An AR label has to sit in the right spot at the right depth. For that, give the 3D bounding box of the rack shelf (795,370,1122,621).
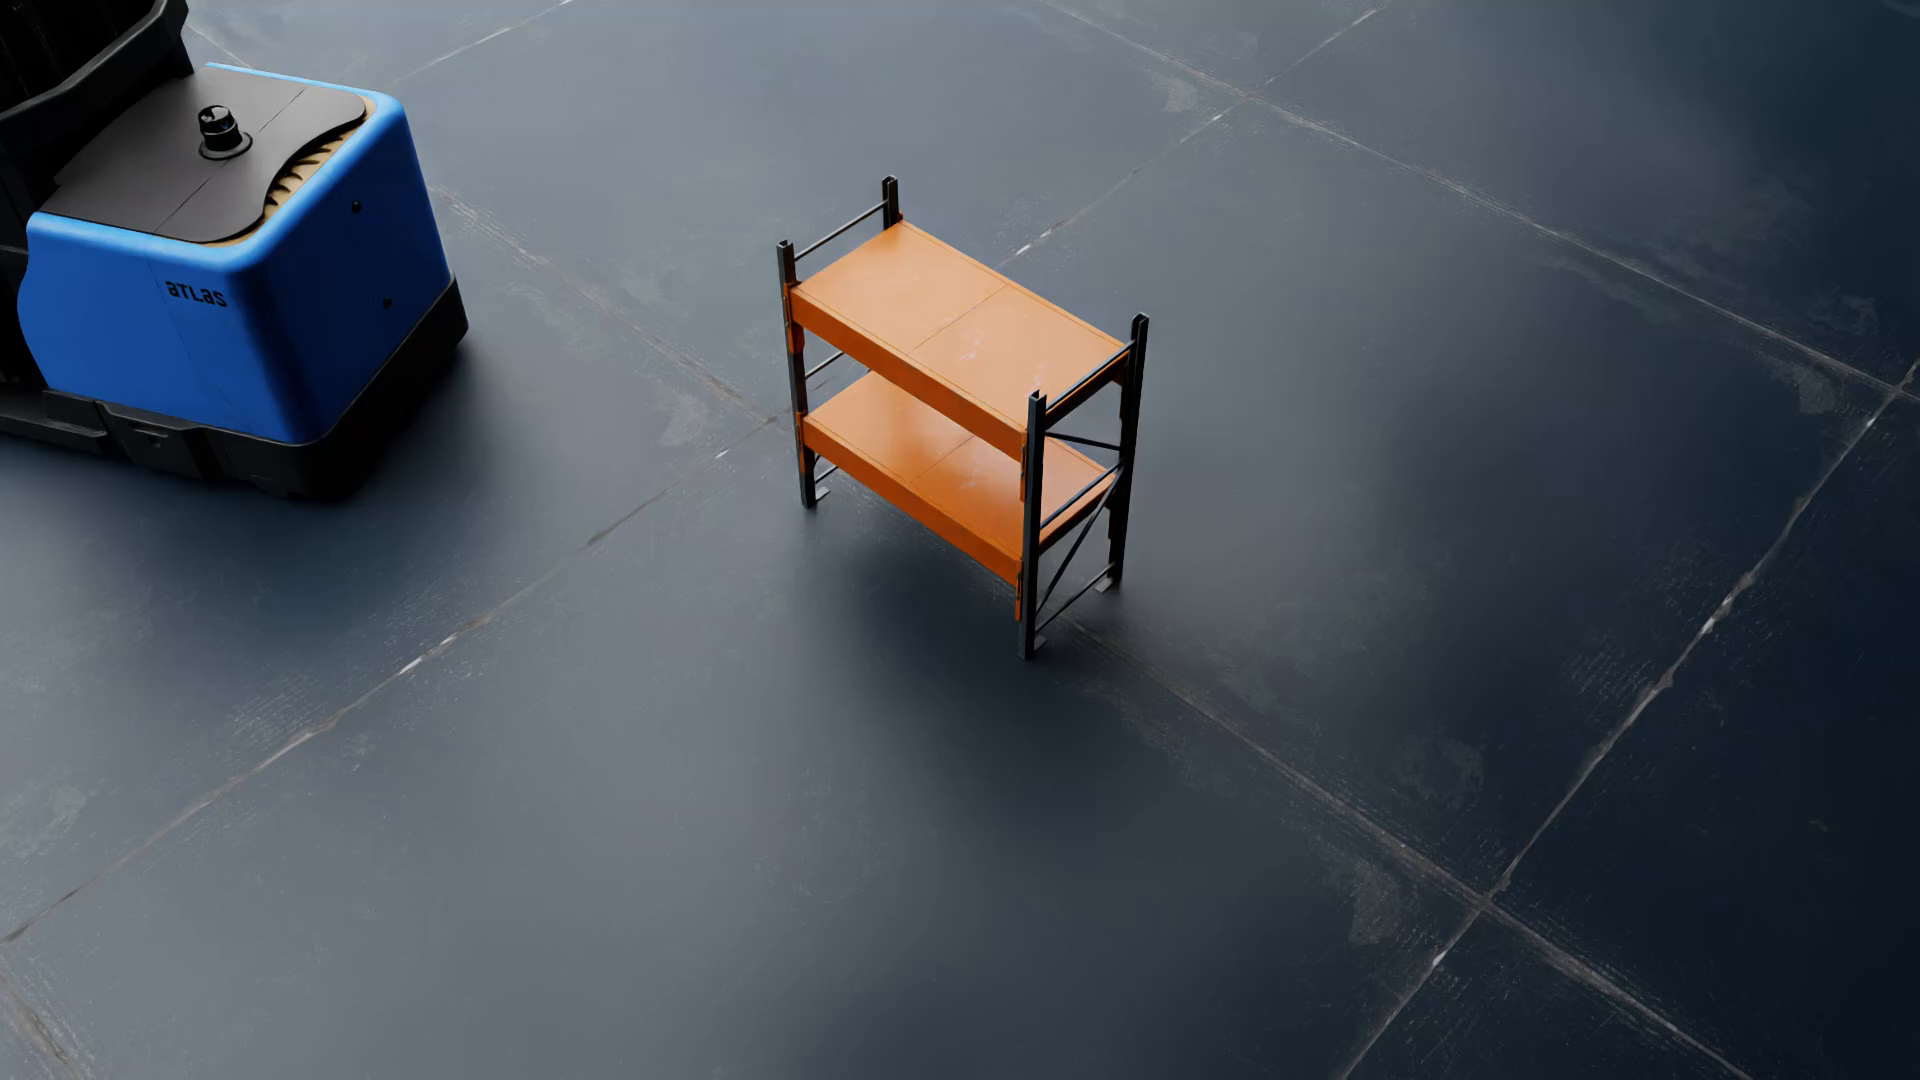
[{"bbox_3d":[-0.005,-0.221,5.521,1.000,0.278,0.538,34,55,28],"label":"rack shelf"}]

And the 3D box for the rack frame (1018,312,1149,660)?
[{"bbox_3d":[0.369,-0.137,5.107,0.032,1.125,0.500,34,55,28],"label":"rack frame"}]

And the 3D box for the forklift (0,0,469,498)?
[{"bbox_3d":[-3.473,-1.775,5.406,3.031,2.935,1.130,13,48,12],"label":"forklift"}]

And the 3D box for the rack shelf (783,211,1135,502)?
[{"bbox_3d":[-0.005,-0.589,5.130,1.000,0.278,0.538,34,55,28],"label":"rack shelf"}]

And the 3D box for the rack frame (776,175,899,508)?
[{"bbox_3d":[-0.379,-0.640,5.579,0.032,1.125,0.500,34,55,28],"label":"rack frame"}]

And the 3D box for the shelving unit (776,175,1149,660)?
[{"bbox_3d":[-0.005,-0.388,5.343,1.048,1.125,0.538,34,55,28],"label":"shelving unit"}]
